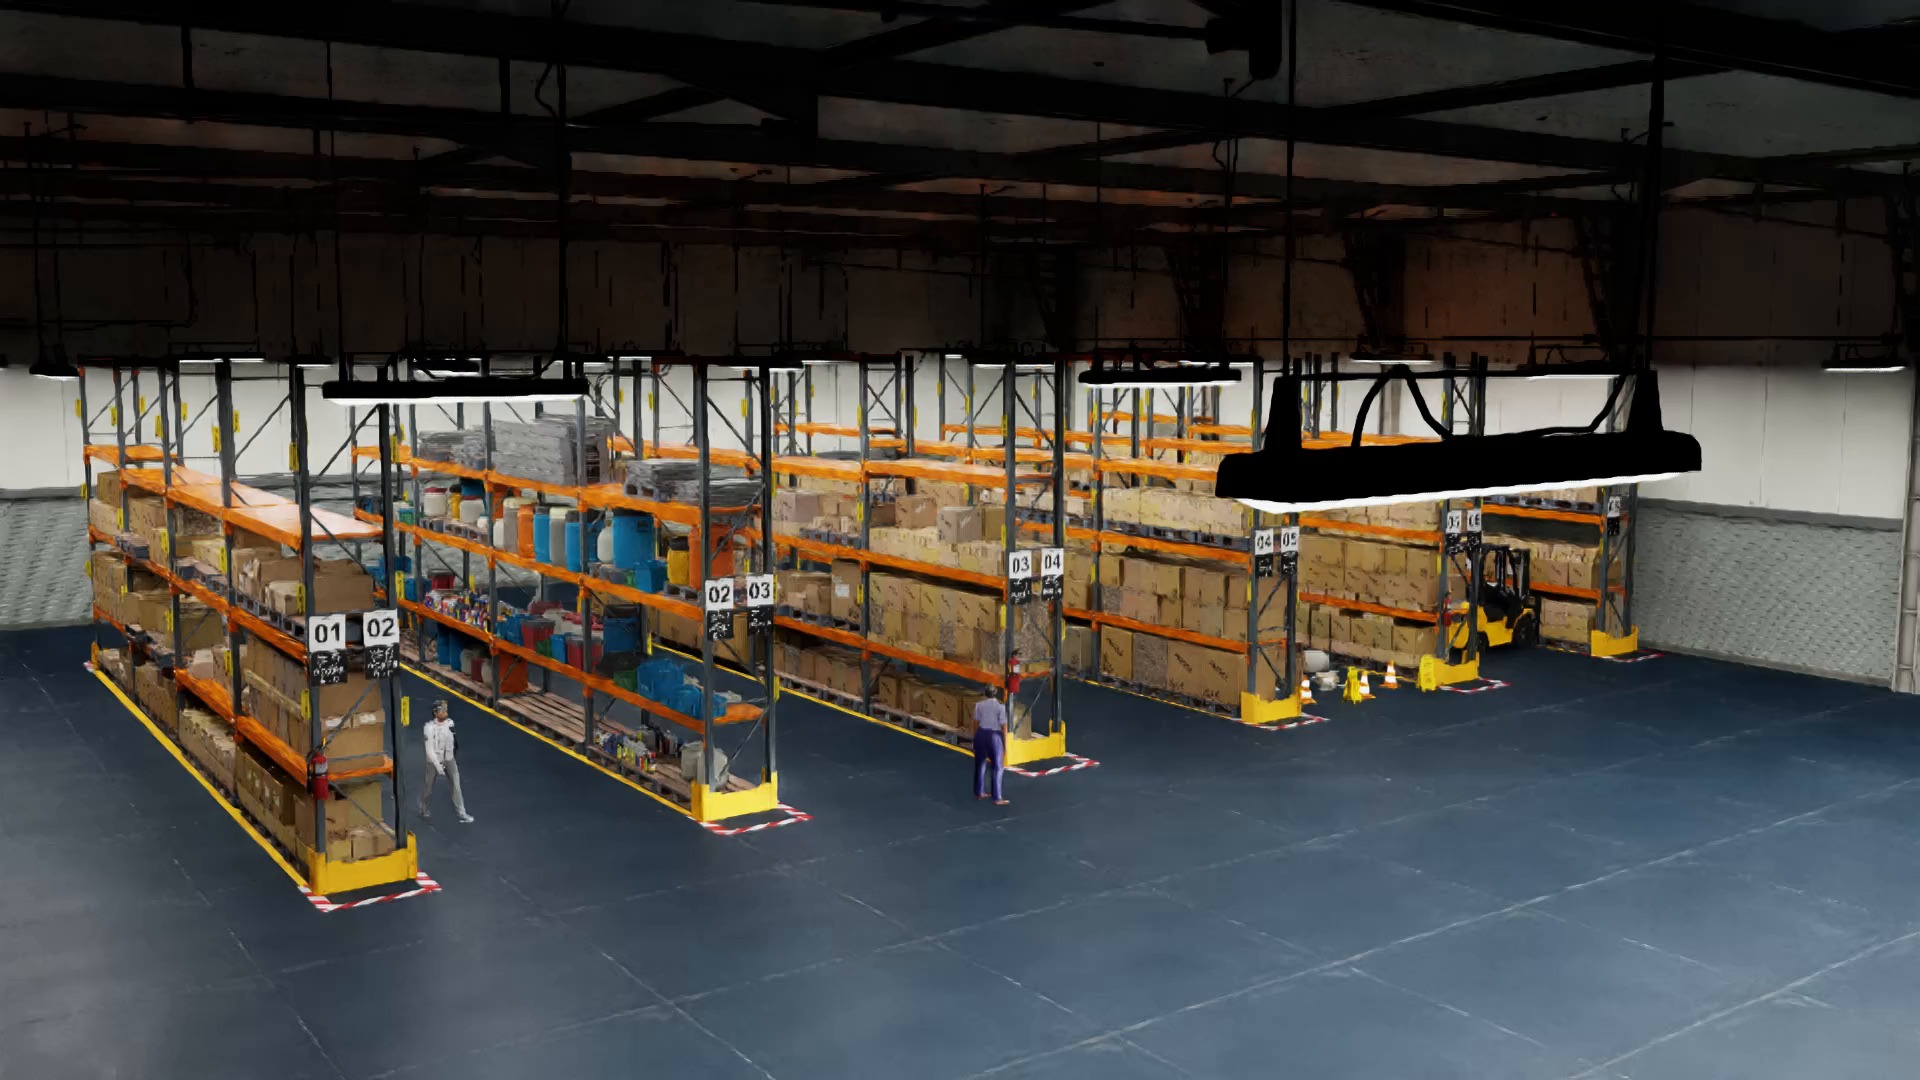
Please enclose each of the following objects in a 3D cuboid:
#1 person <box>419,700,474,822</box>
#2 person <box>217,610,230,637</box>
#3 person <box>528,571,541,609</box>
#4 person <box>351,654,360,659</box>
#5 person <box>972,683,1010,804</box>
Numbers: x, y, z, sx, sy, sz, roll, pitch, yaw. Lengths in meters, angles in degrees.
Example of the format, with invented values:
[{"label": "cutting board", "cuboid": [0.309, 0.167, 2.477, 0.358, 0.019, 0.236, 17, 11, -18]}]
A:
[{"label": "person", "cuboid": [-6.801, 2.874, 21.789, 0.483, 1.621, 0.995, -7, 10, -44]}, {"label": "person", "cuboid": [-14.391, 1.616, 32.346, 0.592, 1.625, 0.526, -5, 9, -37]}, {"label": "person", "cuboid": [-9.779, 0.827, 38.556, 0.454, 1.659, 0.642, -1, 7, -4]}, {"label": "person", "cuboid": [-9.793, 2.256, 26.544, 0.547, 1.709, 1.127, -5, 9, -37]}, {"label": "person", "cuboid": [0.419, 2.760, 22.688, 0.539, 1.657, 0.425, 3, 7, 22]}]
